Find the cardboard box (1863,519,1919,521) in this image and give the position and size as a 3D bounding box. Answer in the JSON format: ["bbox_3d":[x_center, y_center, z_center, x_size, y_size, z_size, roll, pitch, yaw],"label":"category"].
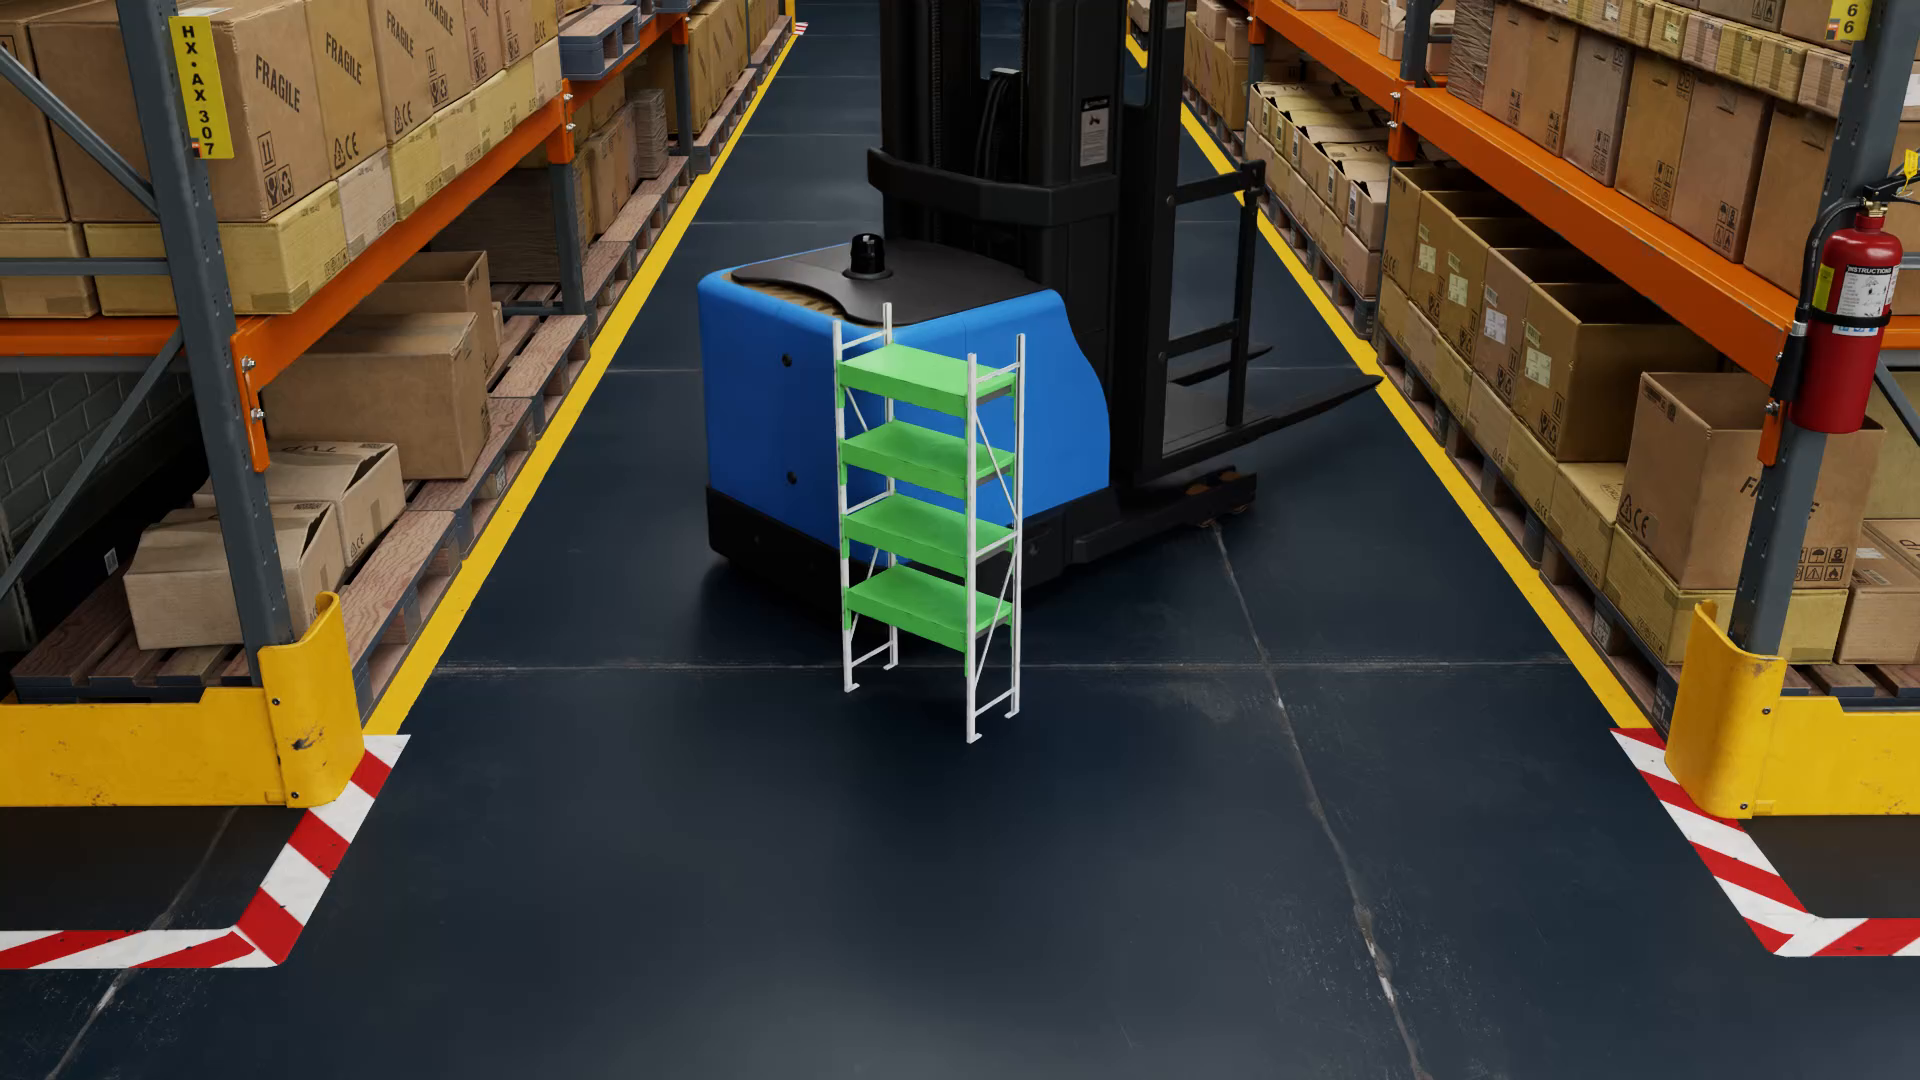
[{"bbox_3d":[2.835,-0.053,5.553,0.500,0.250,0.500,0,24,-1],"label":"cardboard box"}]

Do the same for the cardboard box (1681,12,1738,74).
[{"bbox_3d":[2.426,-1.501,5.019,0.380,0.149,0.250,0,24,0],"label":"cardboard box"}]

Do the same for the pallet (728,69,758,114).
[{"bbox_3d":[-2.372,-4.019,14.880,1.003,0.211,1.213,0,24,-1],"label":"pallet"}]

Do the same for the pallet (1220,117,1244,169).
[{"bbox_3d":[2.570,-3.020,12.671,1.003,0.211,1.213,0,24,-1],"label":"pallet"}]

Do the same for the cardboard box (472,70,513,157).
[{"bbox_3d":[-2.043,-1.645,6.405,0.500,0.250,0.500,0,24,-1],"label":"cardboard box"}]

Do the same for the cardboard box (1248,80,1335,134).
[{"bbox_3d":[2.253,-2.959,11.300,0.500,0.311,0.500,1,24,1],"label":"cardboard box"}]

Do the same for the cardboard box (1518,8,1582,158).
[{"bbox_3d":[2.609,-1.773,6.409,0.700,0.500,0.500,0,24,0],"label":"cardboard box"}]

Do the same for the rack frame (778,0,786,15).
[{"bbox_3d":[-2.500,-7.255,18.652,1.000,3.000,0.127,0,24,-1],"label":"rack frame"}]

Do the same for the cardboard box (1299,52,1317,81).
[{"bbox_3d":[2.810,-3.449,12.734,0.500,0.500,0.500,-1,24,-2],"label":"cardboard box"}]

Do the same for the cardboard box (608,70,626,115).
[{"bbox_3d":[-2.409,-2.830,10.457,0.500,0.250,0.500,0,24,0],"label":"cardboard box"}]

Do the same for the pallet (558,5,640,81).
[{"bbox_3d":[-2.232,-2.539,8.456,1.003,0.211,1.213,0,24,-1],"label":"pallet"}]

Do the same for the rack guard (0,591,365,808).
[{"bbox_3d":[-2.326,0.445,4.658,1.175,0.500,0.348,0,24,-1],"label":"rack guard"}]

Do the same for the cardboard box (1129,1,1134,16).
[{"bbox_3d":[2.114,-6.006,18.816,0.380,0.149,0.250,0,24,-1],"label":"cardboard box"}]

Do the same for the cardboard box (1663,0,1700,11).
[{"bbox_3d":[2.618,-1.961,5.251,0.700,0.500,0.500,0,24,0],"label":"cardboard box"}]

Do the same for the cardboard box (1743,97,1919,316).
[{"bbox_3d":[2.636,-0.924,4.532,0.700,0.500,0.500,0,24,-1],"label":"cardboard box"}]

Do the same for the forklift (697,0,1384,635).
[{"bbox_3d":[0.518,-1.523,6.061,3.031,2.935,1.130,-21,32,-38],"label":"forklift"}]

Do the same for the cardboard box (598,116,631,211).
[{"bbox_3d":[-2.430,-2.306,10.209,0.700,0.500,0.500,0,24,-1],"label":"cardboard box"}]

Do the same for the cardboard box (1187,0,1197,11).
[{"bbox_3d":[2.207,-4.926,16.001,0.500,0.500,0.500,0,24,-1],"label":"cardboard box"}]

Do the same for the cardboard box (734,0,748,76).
[{"bbox_3d":[-2.319,-4.552,14.773,0.750,0.750,0.750,0,24,0],"label":"cardboard box"}]

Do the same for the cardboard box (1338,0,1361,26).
[{"bbox_3d":[2.575,-3.337,9.866,0.500,0.500,0.500,-2,24,-3],"label":"cardboard box"}]

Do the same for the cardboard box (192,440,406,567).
[{"bbox_3d":[-2.249,-0.158,5.688,0.500,0.311,0.500,2,24,4],"label":"cardboard box"}]

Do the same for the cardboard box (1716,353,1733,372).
[{"bbox_3d":[2.819,-0.600,5.854,0.500,0.500,0.500,0,24,-1],"label":"cardboard box"}]

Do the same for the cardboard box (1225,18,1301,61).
[{"bbox_3d":[2.291,-3.793,12.586,0.500,0.250,0.500,1,24,1],"label":"cardboard box"}]

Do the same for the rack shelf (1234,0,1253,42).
[{"bbox_3d":[2.519,-4.479,13.386,1.077,0.370,4.000,0,24,-1],"label":"rack shelf"}]

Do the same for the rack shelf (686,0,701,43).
[{"bbox_3d":[-2.434,-4.455,13.333,1.077,0.370,4.000,0,24,-1],"label":"rack shelf"}]

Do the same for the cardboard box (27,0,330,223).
[{"bbox_3d":[-2.030,-1.143,4.384,0.500,0.500,0.500,0,24,0],"label":"cardboard box"}]

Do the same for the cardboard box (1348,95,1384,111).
[{"bbox_3d":[2.805,-2.748,10.832,0.500,0.311,0.500,-1,24,-1],"label":"cardboard box"}]

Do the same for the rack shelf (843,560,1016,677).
[{"bbox_3d":[-0.091,0.229,5.024,0.480,0.148,0.258,18,30,35],"label":"rack shelf"}]

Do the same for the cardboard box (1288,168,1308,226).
[{"bbox_3d":[2.276,-2.071,10.017,0.500,0.250,0.500,0,24,1],"label":"cardboard box"}]

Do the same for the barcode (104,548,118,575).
[{"bbox_3d":[-2.643,0.067,5.179,0.001,0.075,0.075,0,24,-1],"label":"barcode"}]

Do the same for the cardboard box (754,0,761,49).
[{"bbox_3d":[-2.364,-5.175,16.576,0.700,0.500,0.500,0,24,-1],"label":"cardboard box"}]

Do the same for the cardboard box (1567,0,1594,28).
[{"bbox_3d":[2.414,-1.925,5.959,0.380,0.149,0.250,0,24,-1],"label":"cardboard box"}]

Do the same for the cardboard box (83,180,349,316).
[{"bbox_3d":[-2.013,-0.805,4.549,0.500,0.250,0.500,-1,24,-2],"label":"cardboard box"}]

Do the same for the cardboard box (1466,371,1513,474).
[{"bbox_3d":[2.298,-0.462,6.459,0.500,0.250,0.500,0,24,-1],"label":"cardboard box"}]

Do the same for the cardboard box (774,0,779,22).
[{"bbox_3d":[-2.392,-6.020,18.443,0.700,0.500,0.500,0,24,-1],"label":"cardboard box"}]

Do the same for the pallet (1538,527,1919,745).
[{"bbox_3d":[2.578,0.270,5.398,1.003,0.211,1.213,0,24,-1],"label":"pallet"}]

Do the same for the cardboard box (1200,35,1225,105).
[{"bbox_3d":[2.279,-3.858,13.639,0.500,0.500,0.500,-1,24,-3],"label":"cardboard box"}]

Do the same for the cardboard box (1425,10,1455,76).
[{"bbox_3d":[2.535,-2.469,8.250,0.500,0.250,0.500,1,24,3],"label":"cardboard box"}]

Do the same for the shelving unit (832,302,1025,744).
[{"bbox_3d":[-0.091,-0.047,4.899,0.503,1.200,0.258,18,30,35],"label":"shelving unit"}]

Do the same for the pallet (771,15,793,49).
[{"bbox_3d":[-2.413,-5.655,18.499,1.003,0.211,1.213,0,24,-1],"label":"pallet"}]

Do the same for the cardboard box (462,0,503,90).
[{"bbox_3d":[-2.049,-1.986,6.249,0.500,0.500,0.500,-1,24,-2],"label":"cardboard box"}]

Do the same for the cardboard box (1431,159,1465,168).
[{"bbox_3d":[2.829,-1.906,8.971,0.500,0.311,0.500,-1,24,-1],"label":"cardboard box"}]

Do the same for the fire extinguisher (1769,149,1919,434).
[{"bbox_3d":[2.165,-0.600,4.030,0.296,0.674,0.183,0,24,-1],"label":"fire extinguisher"}]

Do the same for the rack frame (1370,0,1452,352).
[{"bbox_3d":[2.584,-2.334,7.771,1.000,3.000,0.127,0,24,-1],"label":"rack frame"}]

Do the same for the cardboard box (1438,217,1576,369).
[{"bbox_3d":[2.287,-1.010,6.760,0.500,0.500,0.500,0,24,-1],"label":"cardboard box"}]

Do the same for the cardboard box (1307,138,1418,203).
[{"bbox_3d":[2.278,-2.114,9.430,0.500,0.311,0.500,0,24,-1],"label":"cardboard box"}]

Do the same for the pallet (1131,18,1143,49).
[{"bbox_3d":[2.464,-5.649,18.483,1.003,0.211,1.213,0,24,-1],"label":"pallet"}]
